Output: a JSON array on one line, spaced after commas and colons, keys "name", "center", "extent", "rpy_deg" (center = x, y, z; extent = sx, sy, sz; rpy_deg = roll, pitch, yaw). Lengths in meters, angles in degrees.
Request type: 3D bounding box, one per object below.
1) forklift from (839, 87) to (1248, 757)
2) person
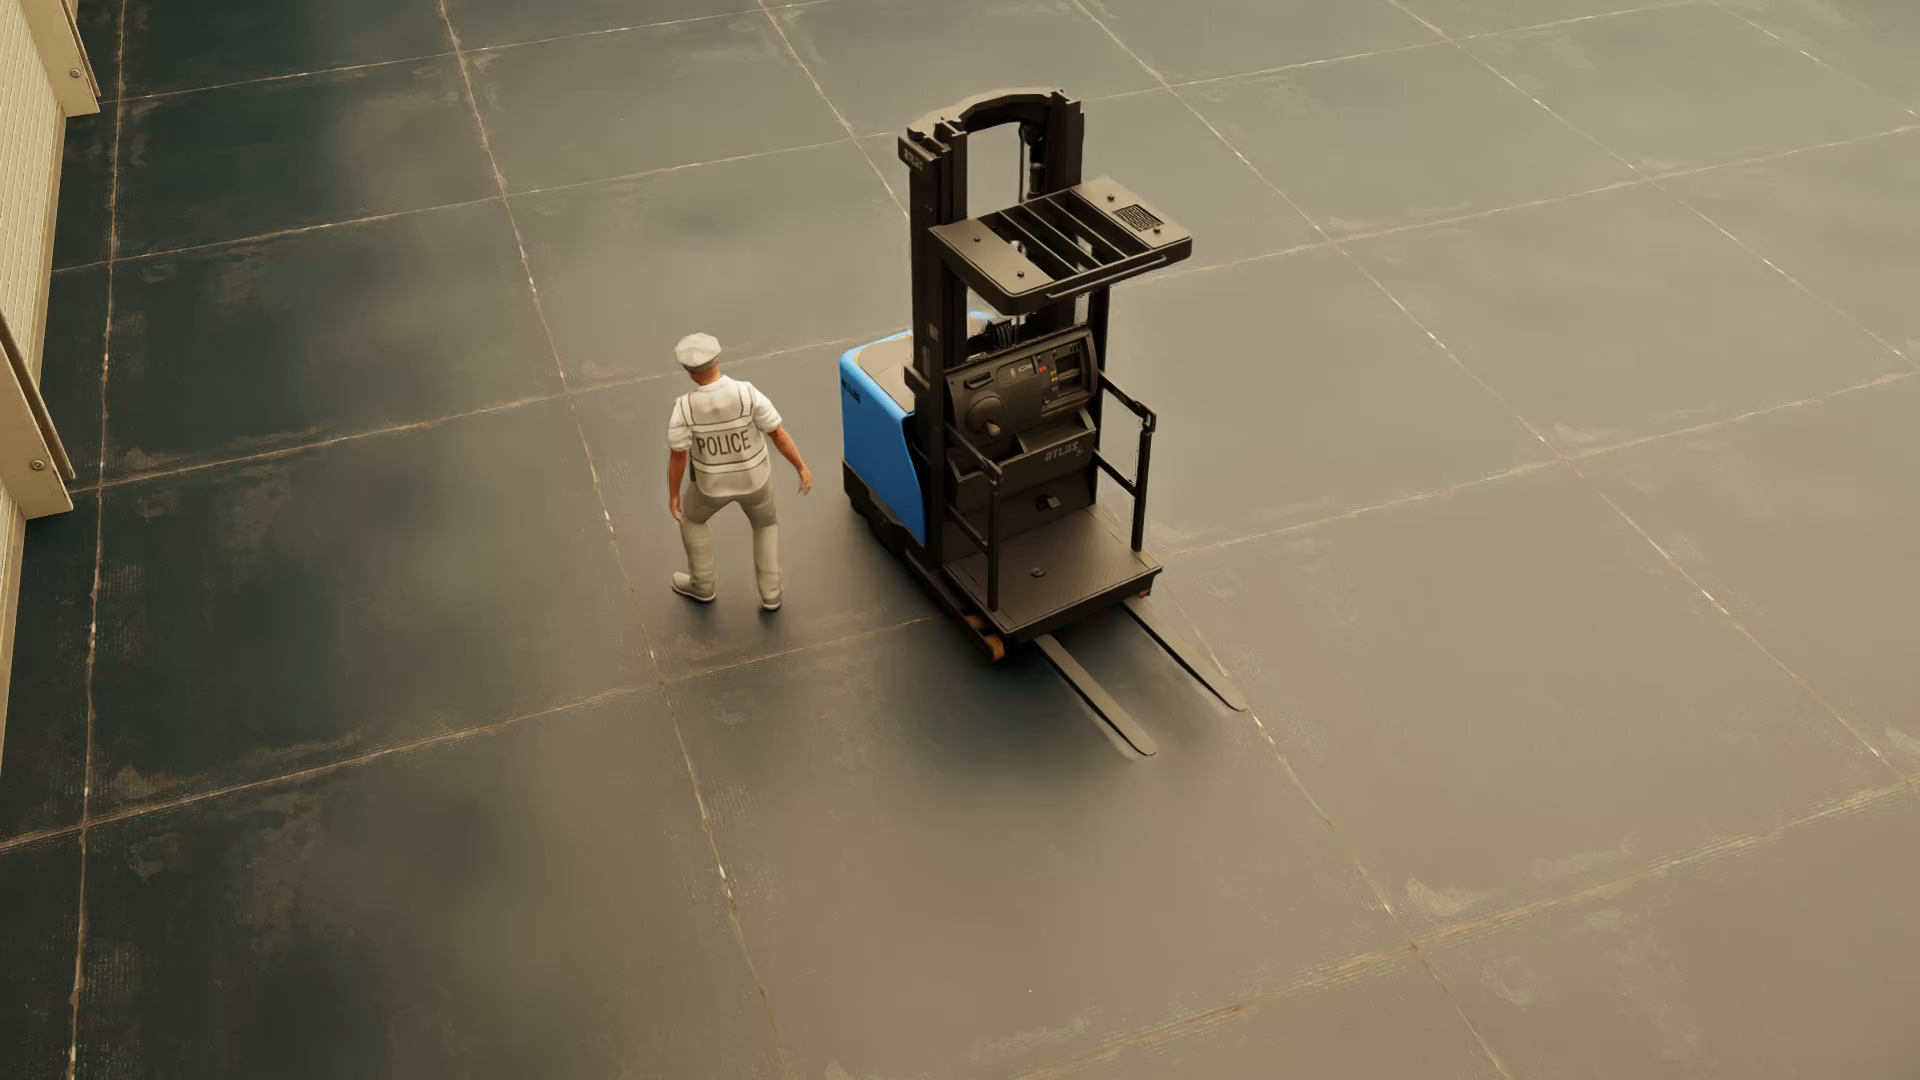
[{"name": "forklift", "center": [0.460, -0.774, 8.918], "extent": [1.130, 2.935, 3.031], "rpy_deg": [-22, 45, -24]}, {"name": "person", "center": [-1.282, -0.335, 9.399], "extent": [0.878, 1.733, 0.461], "rpy_deg": [-5, 40, -5]}]
